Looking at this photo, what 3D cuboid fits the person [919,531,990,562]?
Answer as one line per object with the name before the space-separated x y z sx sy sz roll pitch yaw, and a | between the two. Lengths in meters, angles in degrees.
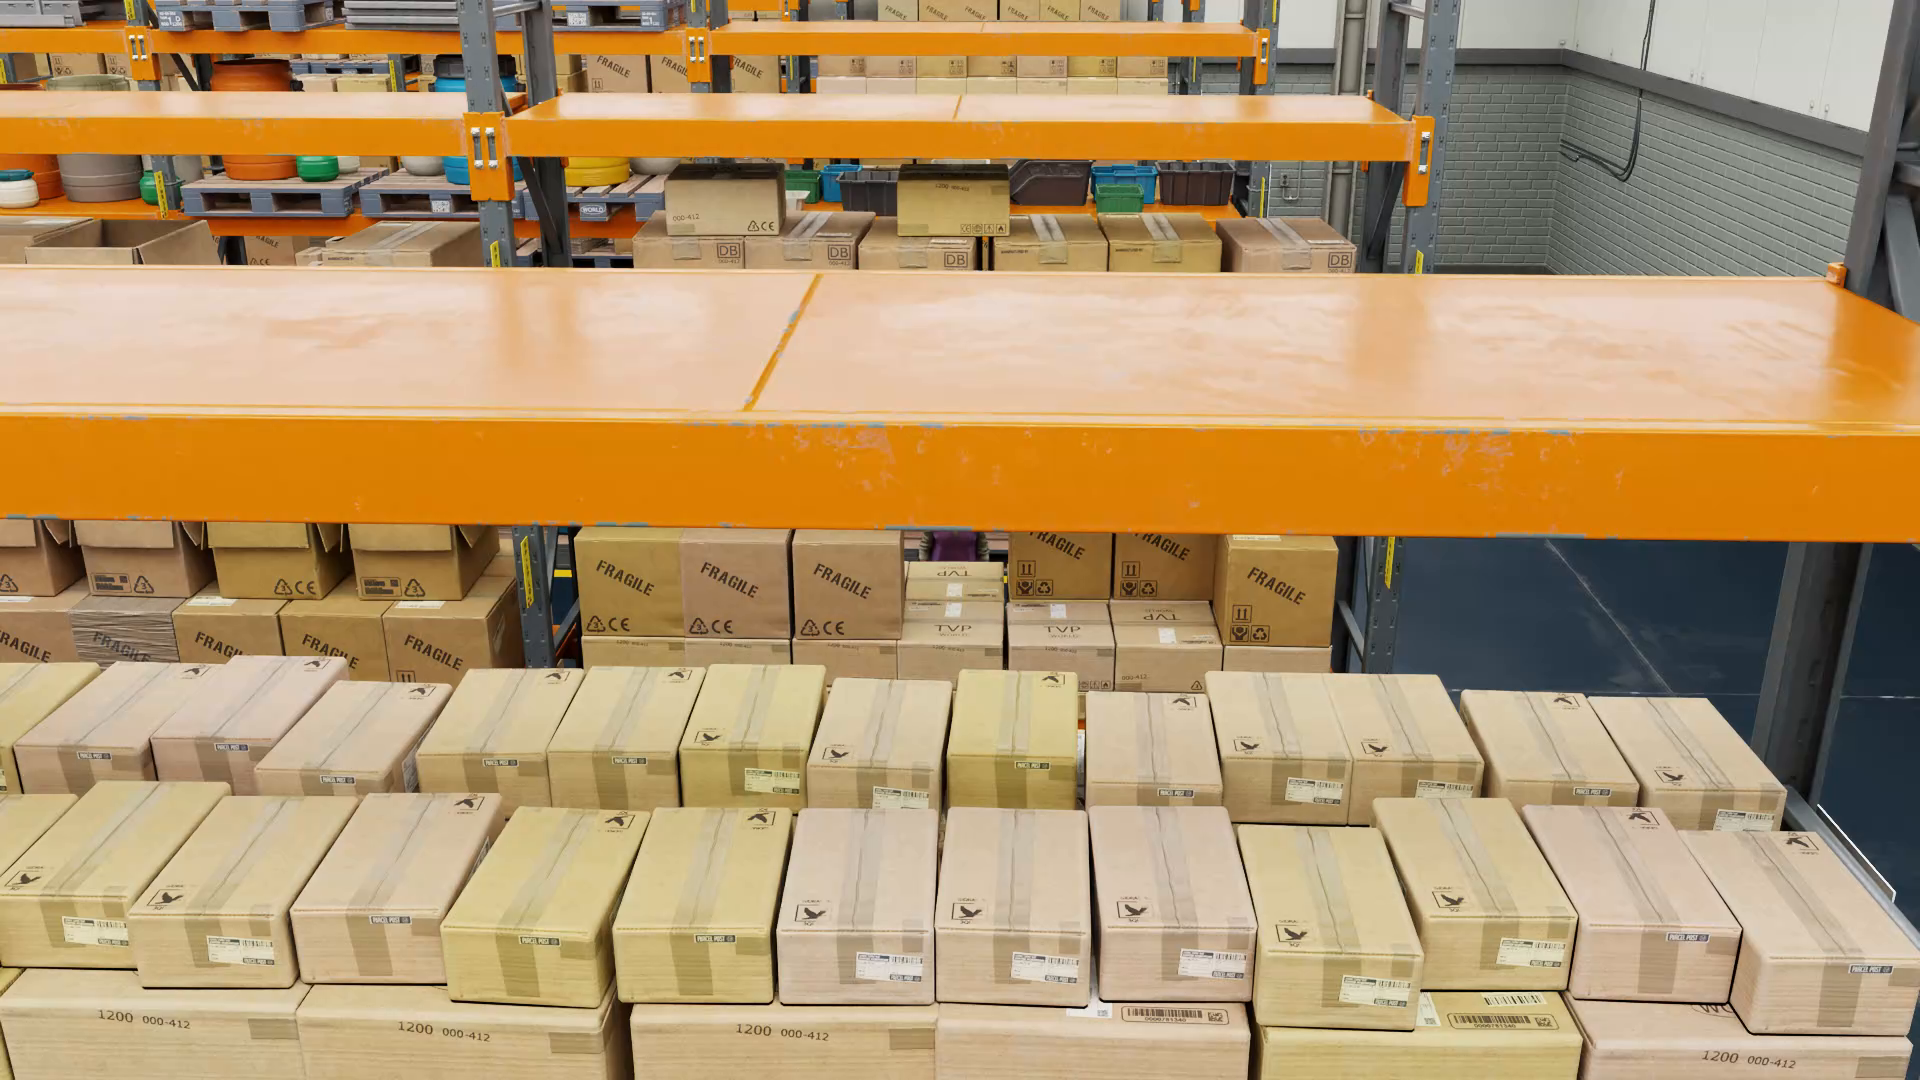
person | -0.046 0.279 10.876 0.482 1.592 0.347 -1 21 -2
